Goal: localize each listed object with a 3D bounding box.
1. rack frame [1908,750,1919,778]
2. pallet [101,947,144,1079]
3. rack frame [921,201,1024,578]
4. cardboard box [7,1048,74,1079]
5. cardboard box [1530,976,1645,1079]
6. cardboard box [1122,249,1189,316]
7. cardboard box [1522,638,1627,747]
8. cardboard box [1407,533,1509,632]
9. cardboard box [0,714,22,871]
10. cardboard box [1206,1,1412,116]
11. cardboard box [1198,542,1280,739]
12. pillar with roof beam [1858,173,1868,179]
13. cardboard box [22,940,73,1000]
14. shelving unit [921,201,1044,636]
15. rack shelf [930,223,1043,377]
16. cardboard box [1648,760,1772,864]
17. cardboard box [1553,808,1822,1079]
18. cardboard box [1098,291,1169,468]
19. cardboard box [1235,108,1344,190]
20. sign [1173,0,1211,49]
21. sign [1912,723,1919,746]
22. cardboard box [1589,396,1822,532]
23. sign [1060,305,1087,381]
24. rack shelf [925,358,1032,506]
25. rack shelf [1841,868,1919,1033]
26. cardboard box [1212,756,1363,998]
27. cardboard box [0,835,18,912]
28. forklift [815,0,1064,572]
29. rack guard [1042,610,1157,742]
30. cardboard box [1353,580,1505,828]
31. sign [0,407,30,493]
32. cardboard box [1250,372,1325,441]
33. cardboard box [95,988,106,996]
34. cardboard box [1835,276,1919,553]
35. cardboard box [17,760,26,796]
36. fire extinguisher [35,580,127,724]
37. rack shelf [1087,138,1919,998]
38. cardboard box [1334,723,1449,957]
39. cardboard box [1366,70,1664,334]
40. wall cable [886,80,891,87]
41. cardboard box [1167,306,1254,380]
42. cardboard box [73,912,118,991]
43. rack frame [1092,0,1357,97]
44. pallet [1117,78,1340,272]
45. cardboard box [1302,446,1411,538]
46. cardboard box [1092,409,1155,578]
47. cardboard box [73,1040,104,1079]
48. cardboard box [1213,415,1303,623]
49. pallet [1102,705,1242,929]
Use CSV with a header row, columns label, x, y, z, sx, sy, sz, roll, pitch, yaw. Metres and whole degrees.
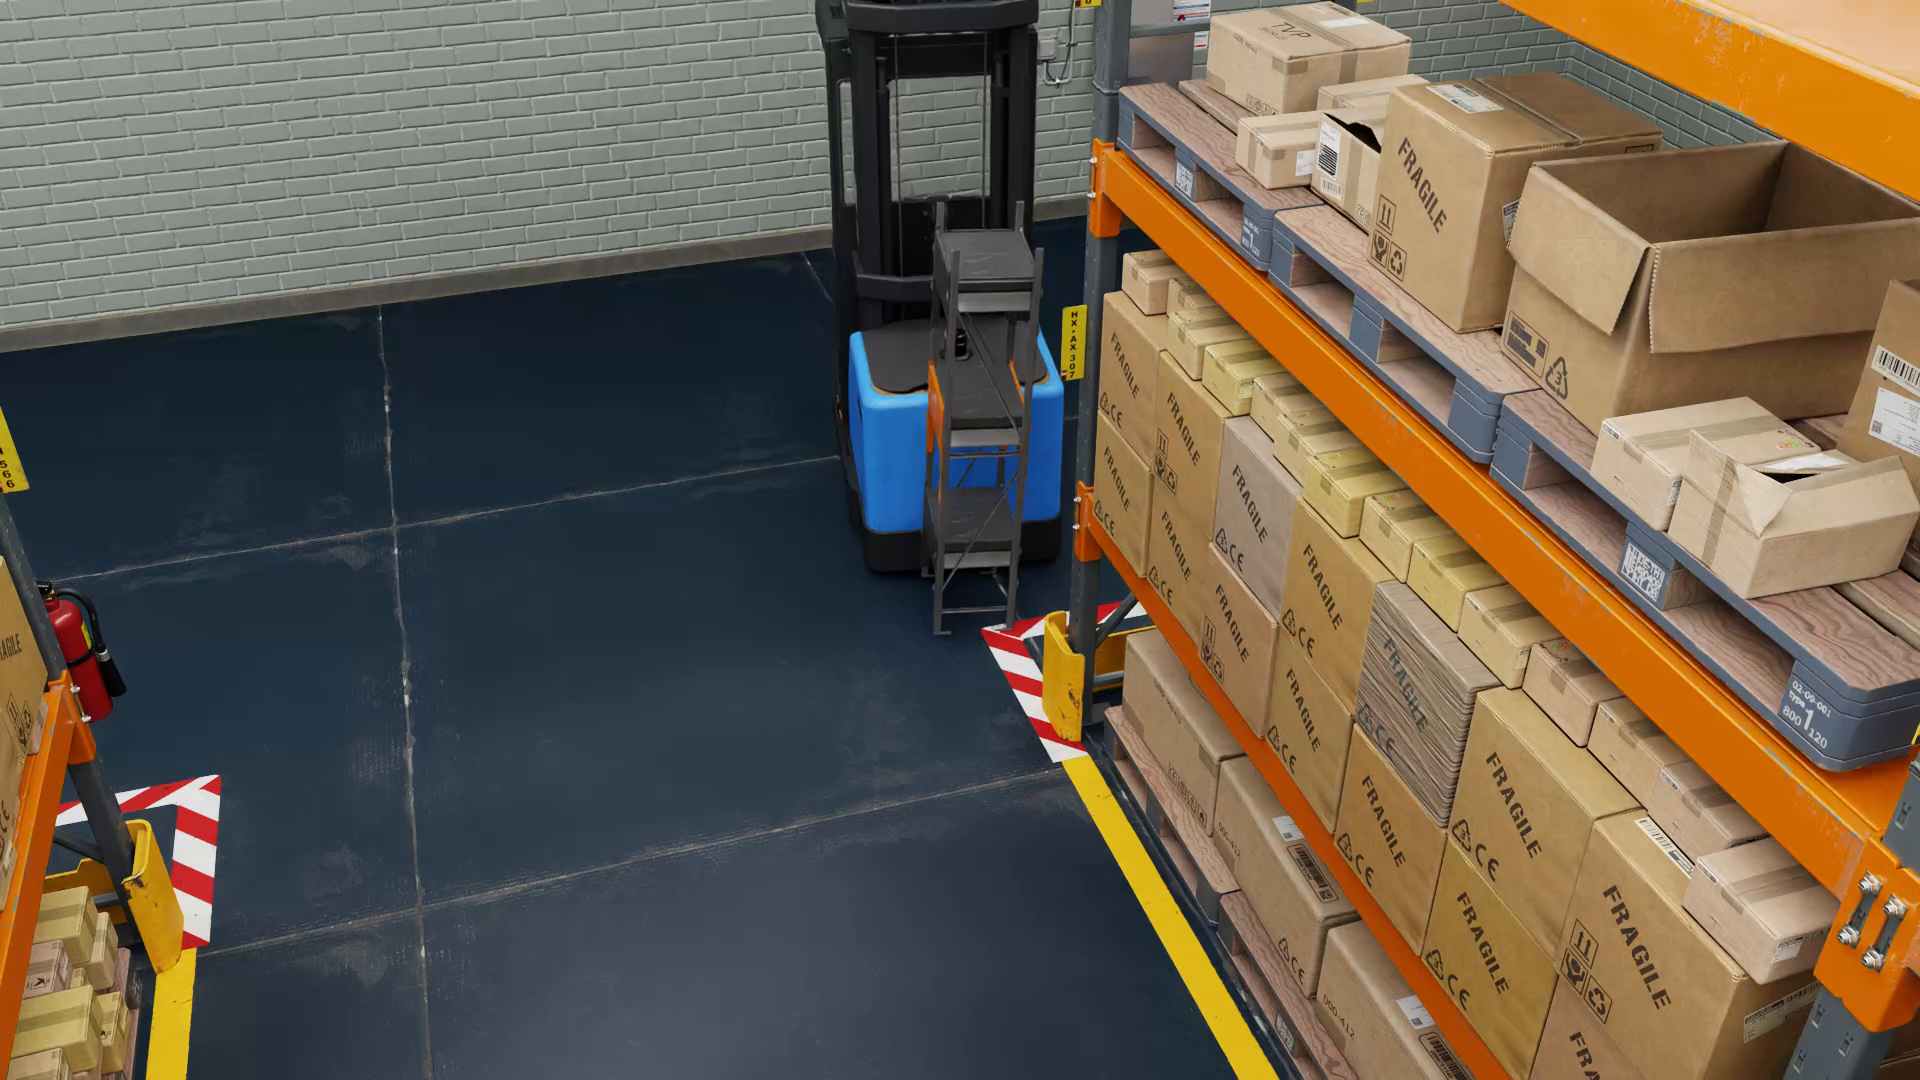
label,x,y,z,sx,sy,sz,roll,pitch,yaw
rack frame,2.207,-0.889,2.253,1.000,3.000,0.127,-10,35,-15
pallet,-3.459,2.035,5.799,1.003,0.211,1.213,-10,35,-15
rack frame,0.045,-0.673,8.135,0.400,2.100,0.015,-3,36,-8
cardboard box,-3.053,1.803,5.285,0.380,0.149,0.250,-11,35,-17
cardboard box,1.822,1.371,4.182,0.500,0.500,0.500,-10,35,-14
cardboard box,0.832,-0.983,6.250,0.380,0.149,0.250,-9,35,-14
cardboard box,1.672,0.357,4.223,0.380,0.149,0.250,-10,35,-15
cardboard box,1.480,0.094,4.620,0.380,0.149,0.250,-11,35,-16
cardboard box,-3.162,0.697,4.933,0.500,0.500,0.500,-11,35,-16
cardboard box,1.210,-1.671,5.821,0.500,0.250,0.500,-13,36,-19
cardboard box,1.179,0.303,5.799,0.500,0.500,0.500,-10,35,-15
pillar with roof beam,1.649,-4.669,7.973,9.100,9.000,0.400,-10,35,-15
cardboard box,-3.271,1.542,5.681,0.380,0.149,0.250,-9,35,-14
shelving unit,0.080,-0.533,7.939,0.431,2.100,0.503,-3,36,-8
rack shelf,0.112,-1.093,7.543,0.431,0.518,0.480,-3,36,-8
cardboard box,1.833,0.619,3.825,0.380,0.149,0.250,-9,35,-14
cardboard box,1.800,0.953,3.908,0.500,0.500,0.500,-10,35,-15
cardboard box,0.862,-0.645,6.328,0.500,0.500,0.500,-11,35,-16
cardboard box,1.100,-1.240,5.261,0.380,0.149,0.250,-9,34,-13
sign,1.697,-3.872,12.294,0.329,0.494,0.001,-10,35,-15
sign,1.679,0.208,2.773,0.100,0.325,0.005,-10,35,-15
cardboard box,1.627,-0.170,3.642,0.380,0.149,0.250,-9,35,-14
sign,0.457,-0.790,6.688,0.100,0.325,0.005,-10,35,-15
rack shelf,0.079,-0.521,7.947,0.431,0.518,0.480,-3,36,-8
rack shelf,2.817,1.712,1.689,1.077,0.370,4.000,-10,35,-15
cardboard box,1.571,1.216,6.451,0.875,0.438,0.875,-9,35,-13
cardboard box,-3.097,1.024,5.028,0.380,0.149,0.250,-9,35,-13
forklift,-0.182,-1.857,9.220,1.130,2.935,3.031,-5,34,-7
rack guard,0.980,0.544,7.793,1.175,0.500,0.348,-10,35,-15
cardboard box,1.489,0.420,4.715,0.500,0.500,0.500,-10,35,-14
sign,-3.162,-0.299,5.464,0.100,0.325,0.005,-10,35,-15
cardboard box,1.177,-0.437,5.425,0.380,0.149,0.250,-10,35,-14
cardboard box,-3.337,1.655,6.050,0.380,0.149,0.250,-9,35,-14
cardboard box,2.228,-0.241,3.430,0.500,0.500,0.500,-9,35,-14
cardboard box,-3.287,0.764,5.420,0.380,0.149,0.250,-10,35,-15
fire extinguisher,-3.334,0.377,6.186,0.296,0.674,0.183,-10,35,-15
rack shelf,1.597,-0.388,4.867,1.077,0.370,4.000,-10,35,-15
cardboard box,1.493,0.841,4.986,0.500,0.500,0.500,-11,35,-15
cardboard box,1.459,-0.913,4.447,0.500,0.500,0.500,-9,35,-14
wall cable,-0.755,-3.880,11.270,0.585,1.953,0.123,-10,35,-15
cardboard box,0.950,-0.702,5.824,0.380,0.149,0.250,-9,34,-13
cardboard box,-3.263,1.518,5.986,0.380,0.149,0.250,-11,35,-16
rack frame,0.987,-2.989,5.431,1.000,3.000,0.127,-10,35,-15
pallet,1.223,-1.313,5.696,1.003,0.211,1.213,-10,35,-15
cardboard box,1.265,-0.162,5.007,0.380,0.149,0.250,-11,35,-16
cardboard box,0.860,-0.228,6.603,0.500,0.500,0.500,-10,35,-15
cardboard box,-3.103,1.791,5.574,0.380,0.149,0.250,-11,35,-17
cardboard box,1.191,-0.106,5.512,0.500,0.500,0.500,-10,35,-15
pallet,1.306,1.084,7.238,1.003,0.211,1.213,-10,35,-15
